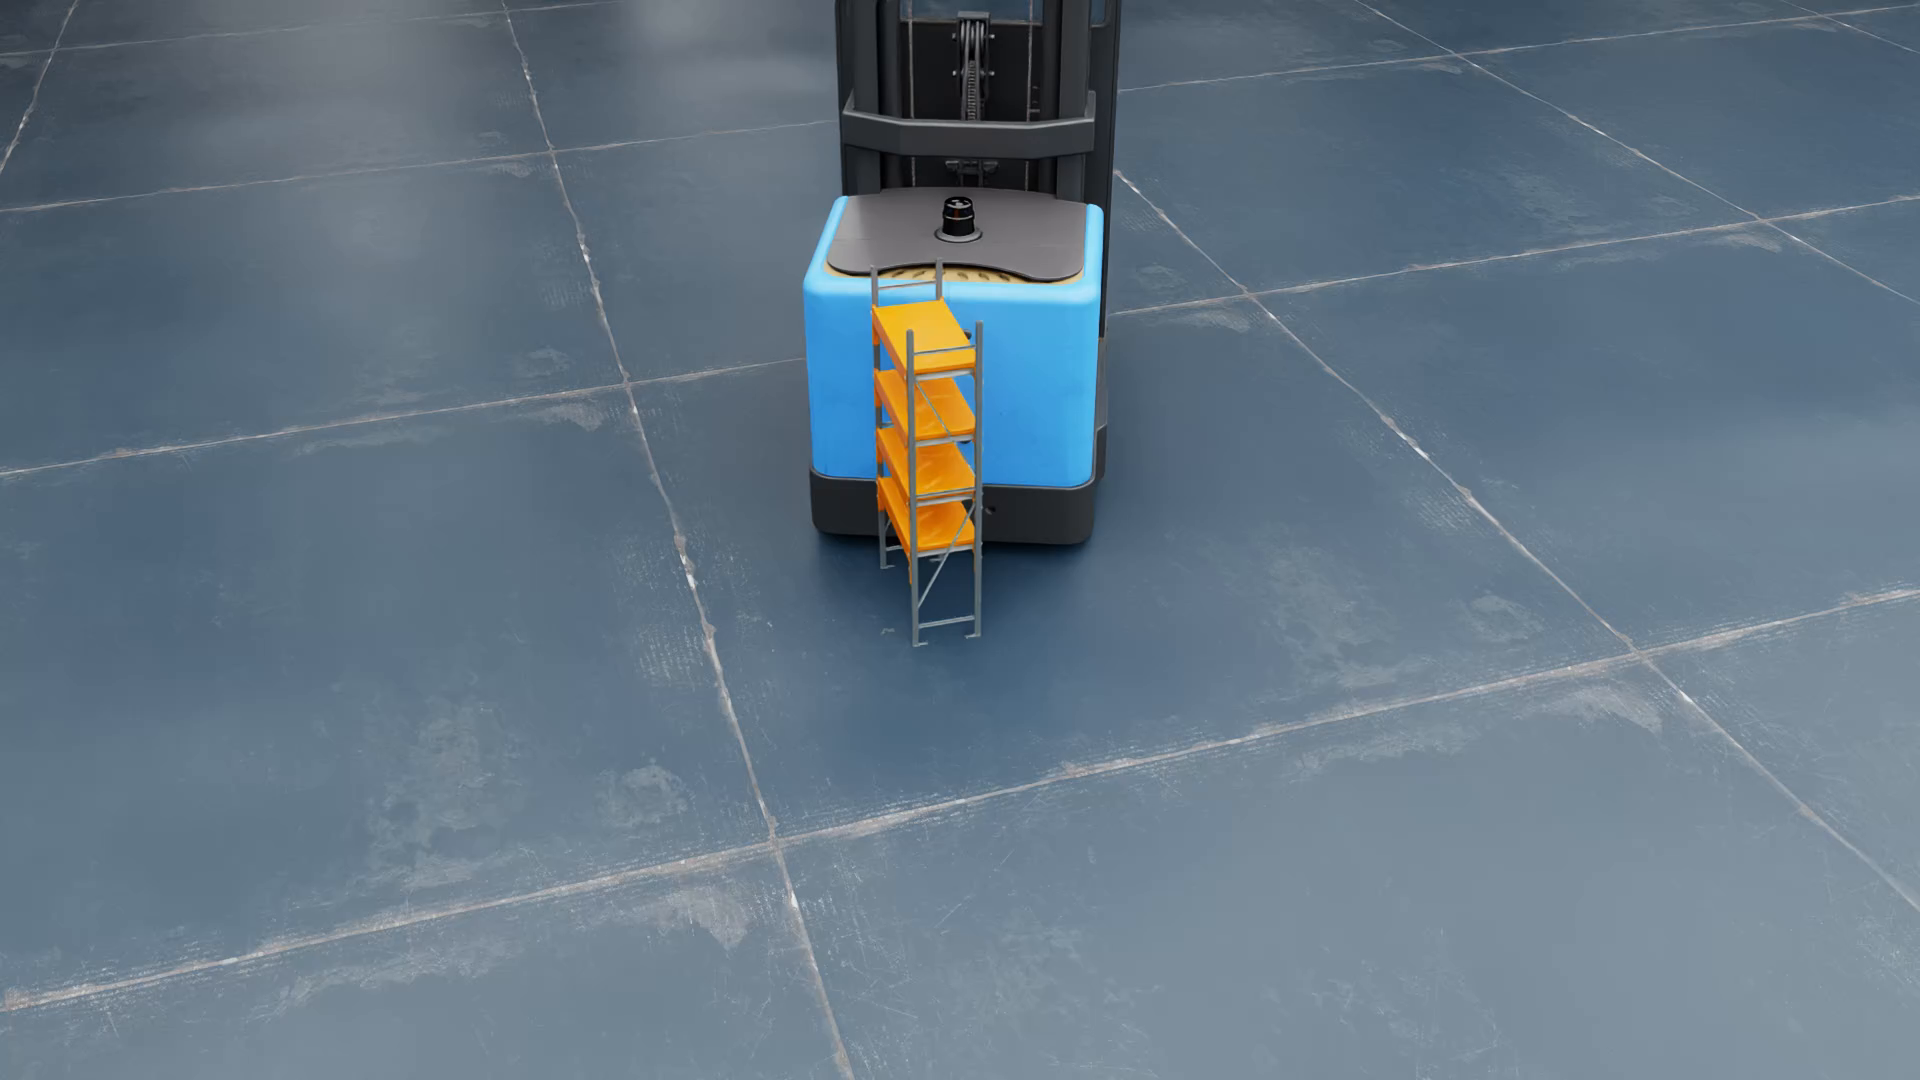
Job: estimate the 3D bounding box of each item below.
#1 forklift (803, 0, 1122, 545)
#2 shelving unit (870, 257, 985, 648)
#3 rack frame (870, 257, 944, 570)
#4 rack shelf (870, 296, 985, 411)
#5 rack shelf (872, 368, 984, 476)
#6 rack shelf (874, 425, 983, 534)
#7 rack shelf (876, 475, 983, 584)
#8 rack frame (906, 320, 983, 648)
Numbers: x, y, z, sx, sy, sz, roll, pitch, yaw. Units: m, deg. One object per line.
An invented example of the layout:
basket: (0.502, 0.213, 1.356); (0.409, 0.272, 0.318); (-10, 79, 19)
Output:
forklift: (0.090, -1.996, 6.612); (1.130, 2.935, 3.031); (3, 34, 4)
shelving unit: (-0.111, -0.281, 5.588); (0.258, 1.200, 0.503); (-9, 34, -13)
rack frame: (-0.176, -0.411, 5.784); (0.240, 1.200, 0.015); (-9, 34, -13)
rack shelf: (-0.111, -0.609, 5.371); (0.258, 0.148, 0.480); (-9, 34, -13)
rack shelf: (-0.111, -0.412, 5.501); (0.258, 0.148, 0.480); (-9, 34, -13)
rack shelf: (-0.111, -0.225, 5.625); (0.258, 0.148, 0.480); (-9, 34, -13)
rack shelf: (-0.111, -0.060, 5.734); (0.258, 0.148, 0.480); (-9, 34, -13)
rack frame: (-0.046, -0.152, 5.391); (0.240, 1.200, 0.015); (-9, 34, -13)
